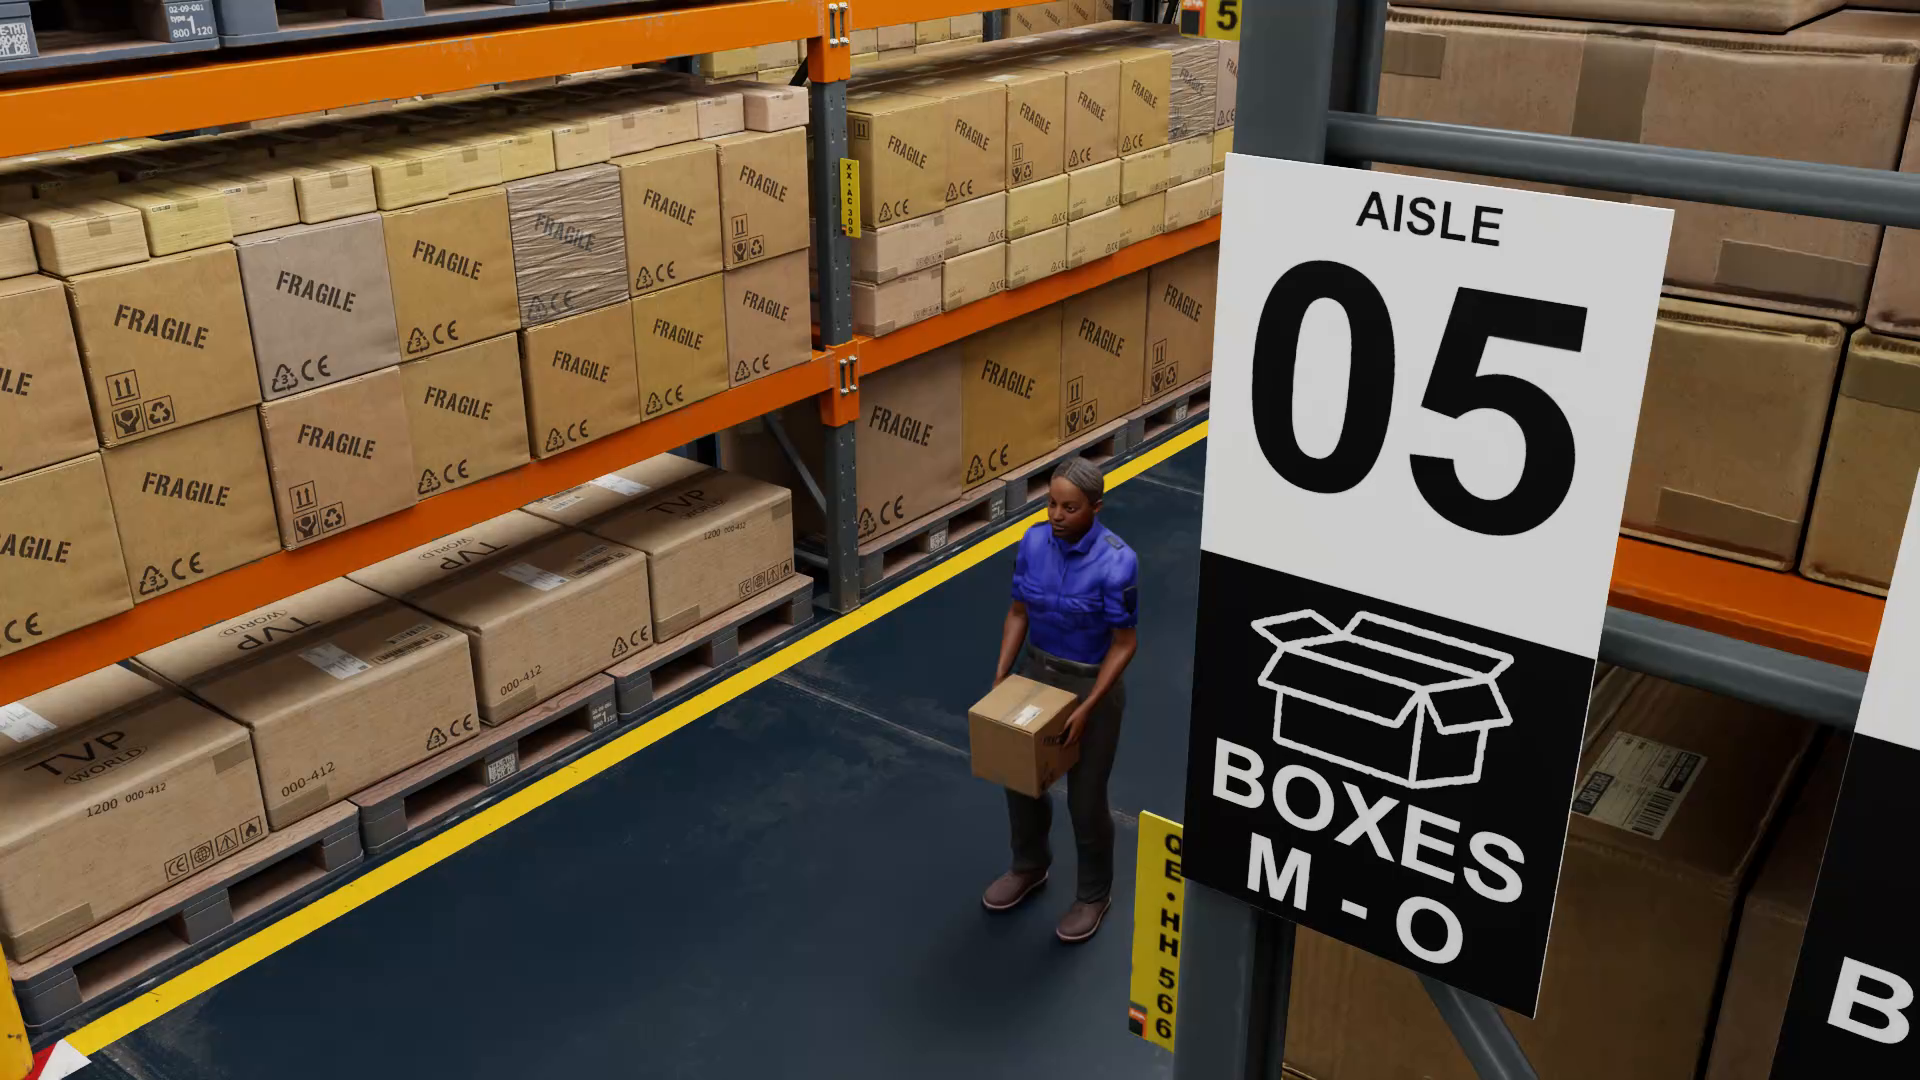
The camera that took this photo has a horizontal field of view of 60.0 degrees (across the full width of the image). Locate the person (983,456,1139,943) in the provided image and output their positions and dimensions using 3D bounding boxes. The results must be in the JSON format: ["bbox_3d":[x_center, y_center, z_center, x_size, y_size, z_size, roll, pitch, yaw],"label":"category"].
[{"bbox_3d":[0.327,0.519,5.412,0.479,1.663,0.405,16,28,33],"label":"person"}]
